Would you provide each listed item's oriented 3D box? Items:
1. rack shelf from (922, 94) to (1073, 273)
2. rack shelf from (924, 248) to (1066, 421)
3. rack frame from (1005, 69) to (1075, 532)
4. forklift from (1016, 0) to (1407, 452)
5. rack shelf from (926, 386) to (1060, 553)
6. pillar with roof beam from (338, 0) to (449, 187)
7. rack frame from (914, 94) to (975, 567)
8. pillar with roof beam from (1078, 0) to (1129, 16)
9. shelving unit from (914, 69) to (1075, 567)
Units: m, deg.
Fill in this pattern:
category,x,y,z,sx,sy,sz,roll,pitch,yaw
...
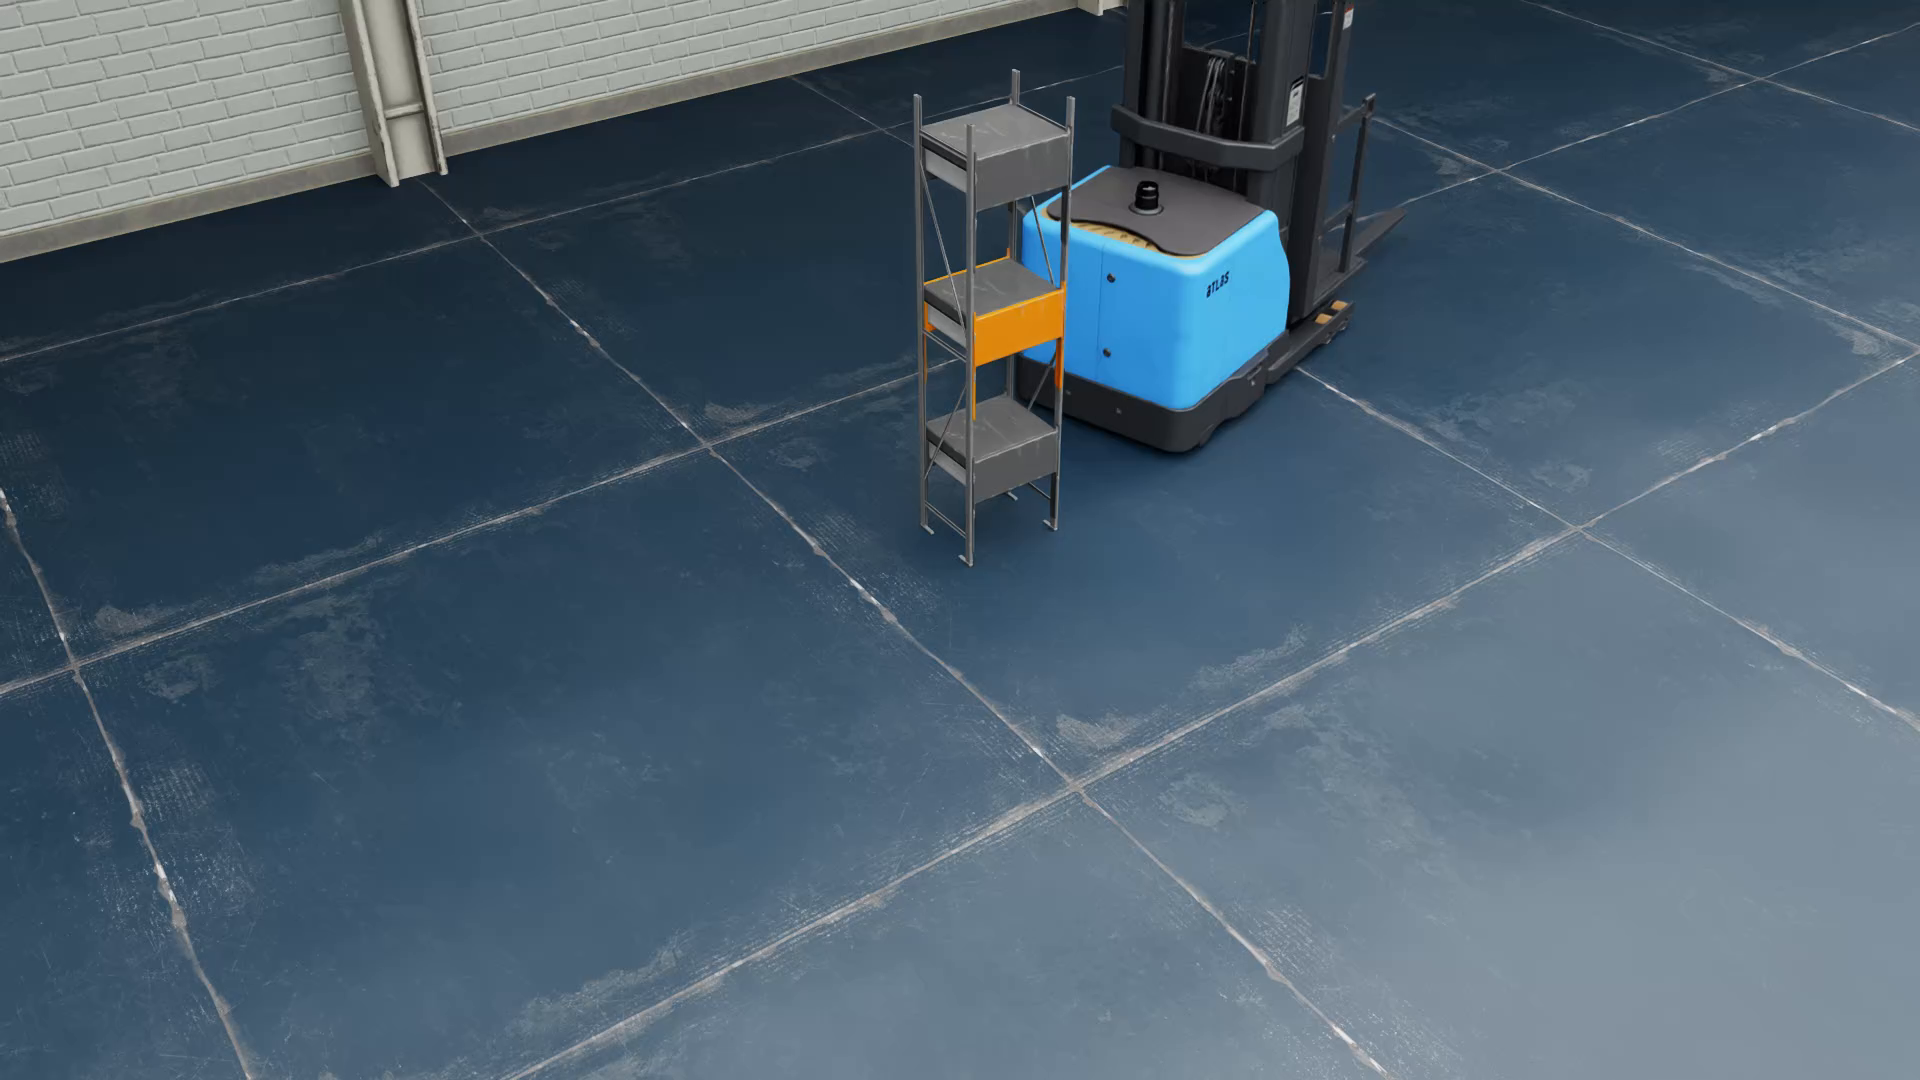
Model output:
category,x,y,z,sx,sy,sz,roll,pitch,yaw
rack shelf,0.135,-1.465,6.814,0.480,0.518,0.431,-22,41,-28
rack shelf,0.135,-0.897,7.222,0.480,0.518,0.431,-22,41,-28
rack frame,0.335,-0.990,7.328,0.015,2.100,0.400,-22,41,-28
forklift,1.570,-2.434,8.625,1.130,2.935,3.031,23,42,29
rack shelf,0.135,-0.329,7.631,0.480,0.518,0.431,-22,41,-28
pillar with roof beam,-1.206,-4.070,5.702,0.400,9.000,9.100,-22,41,-28
rack frame,-0.064,-0.826,7.100,0.015,2.100,0.400,-22,41,-28
pillar with roof beam,3.698,-6.088,8.508,0.400,9.000,9.100,-22,41,-28
shelving unit,0.135,-0.908,7.214,0.503,2.100,0.431,-22,41,-28
